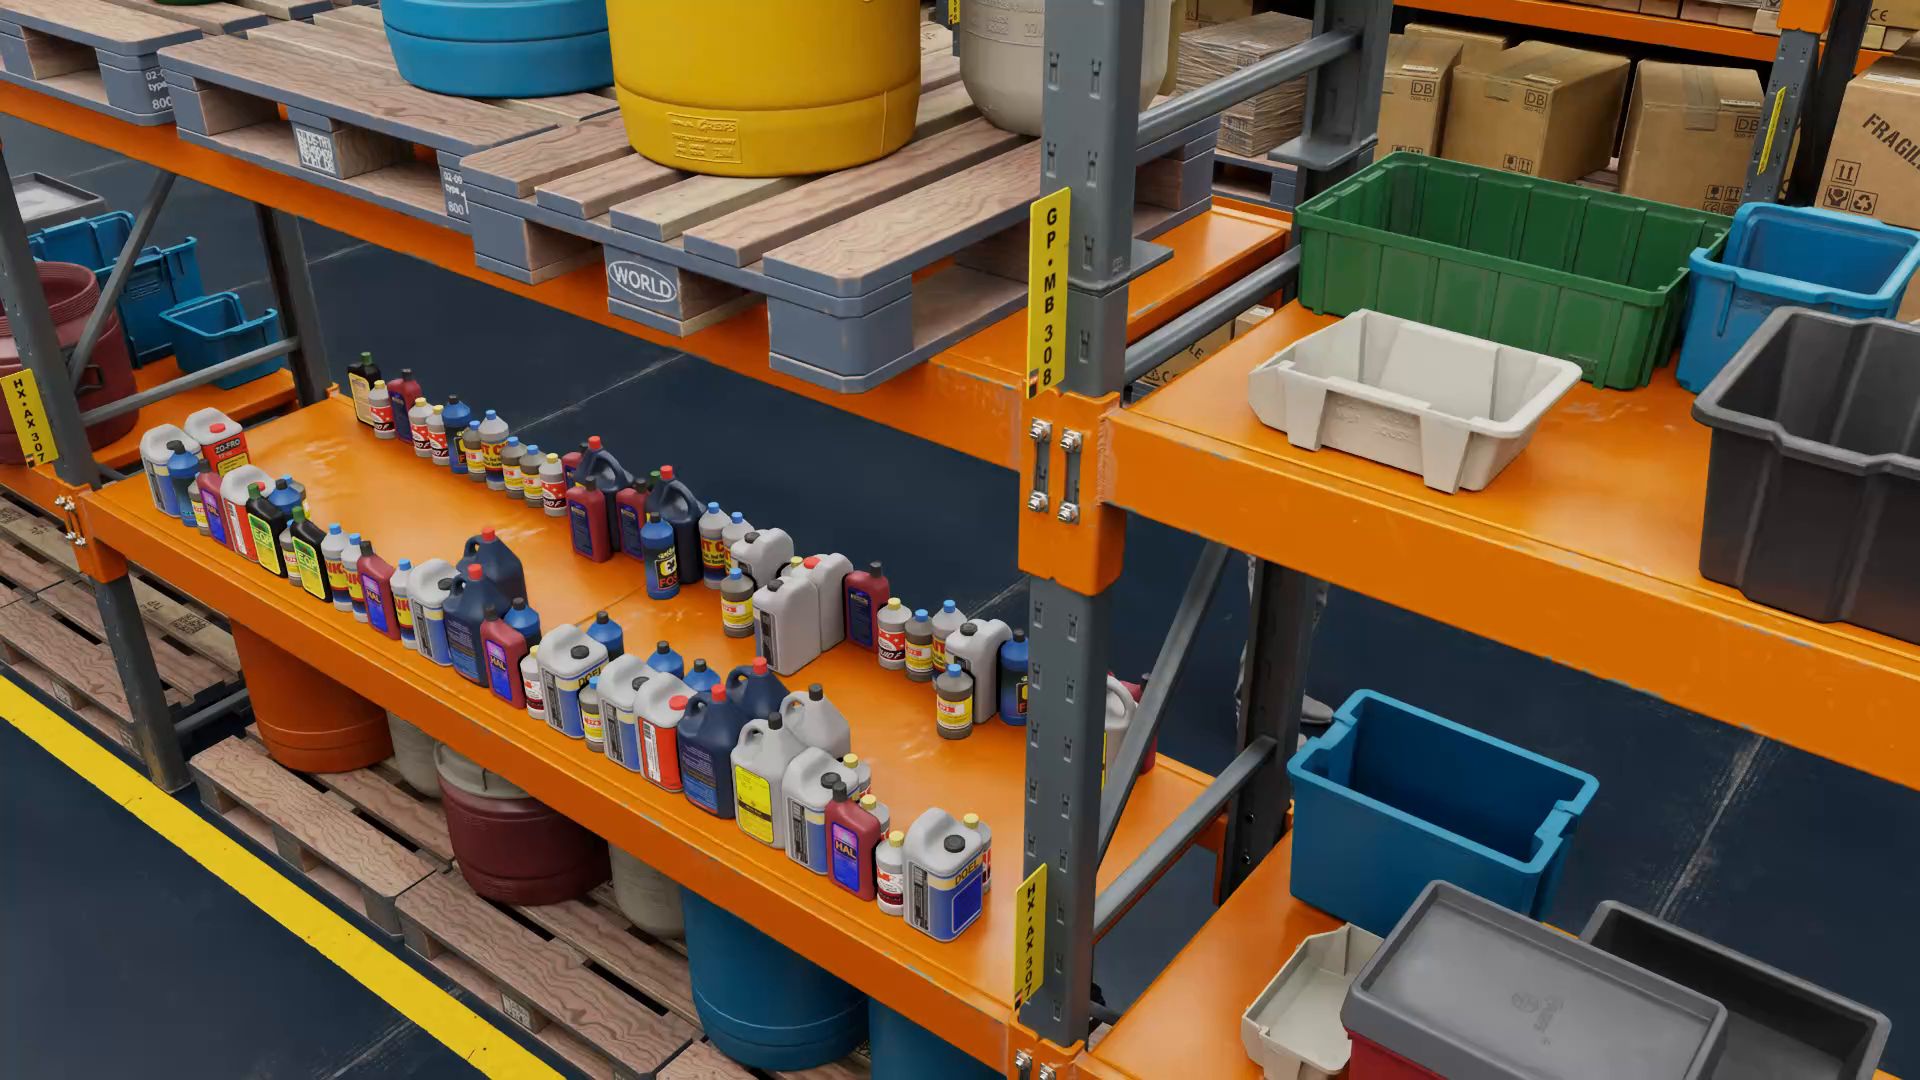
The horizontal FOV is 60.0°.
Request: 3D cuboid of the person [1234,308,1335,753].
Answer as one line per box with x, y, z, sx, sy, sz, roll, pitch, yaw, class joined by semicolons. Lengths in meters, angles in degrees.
1.306;-0.031;6.170;0.584;1.778;0.487;22;37;32;person
